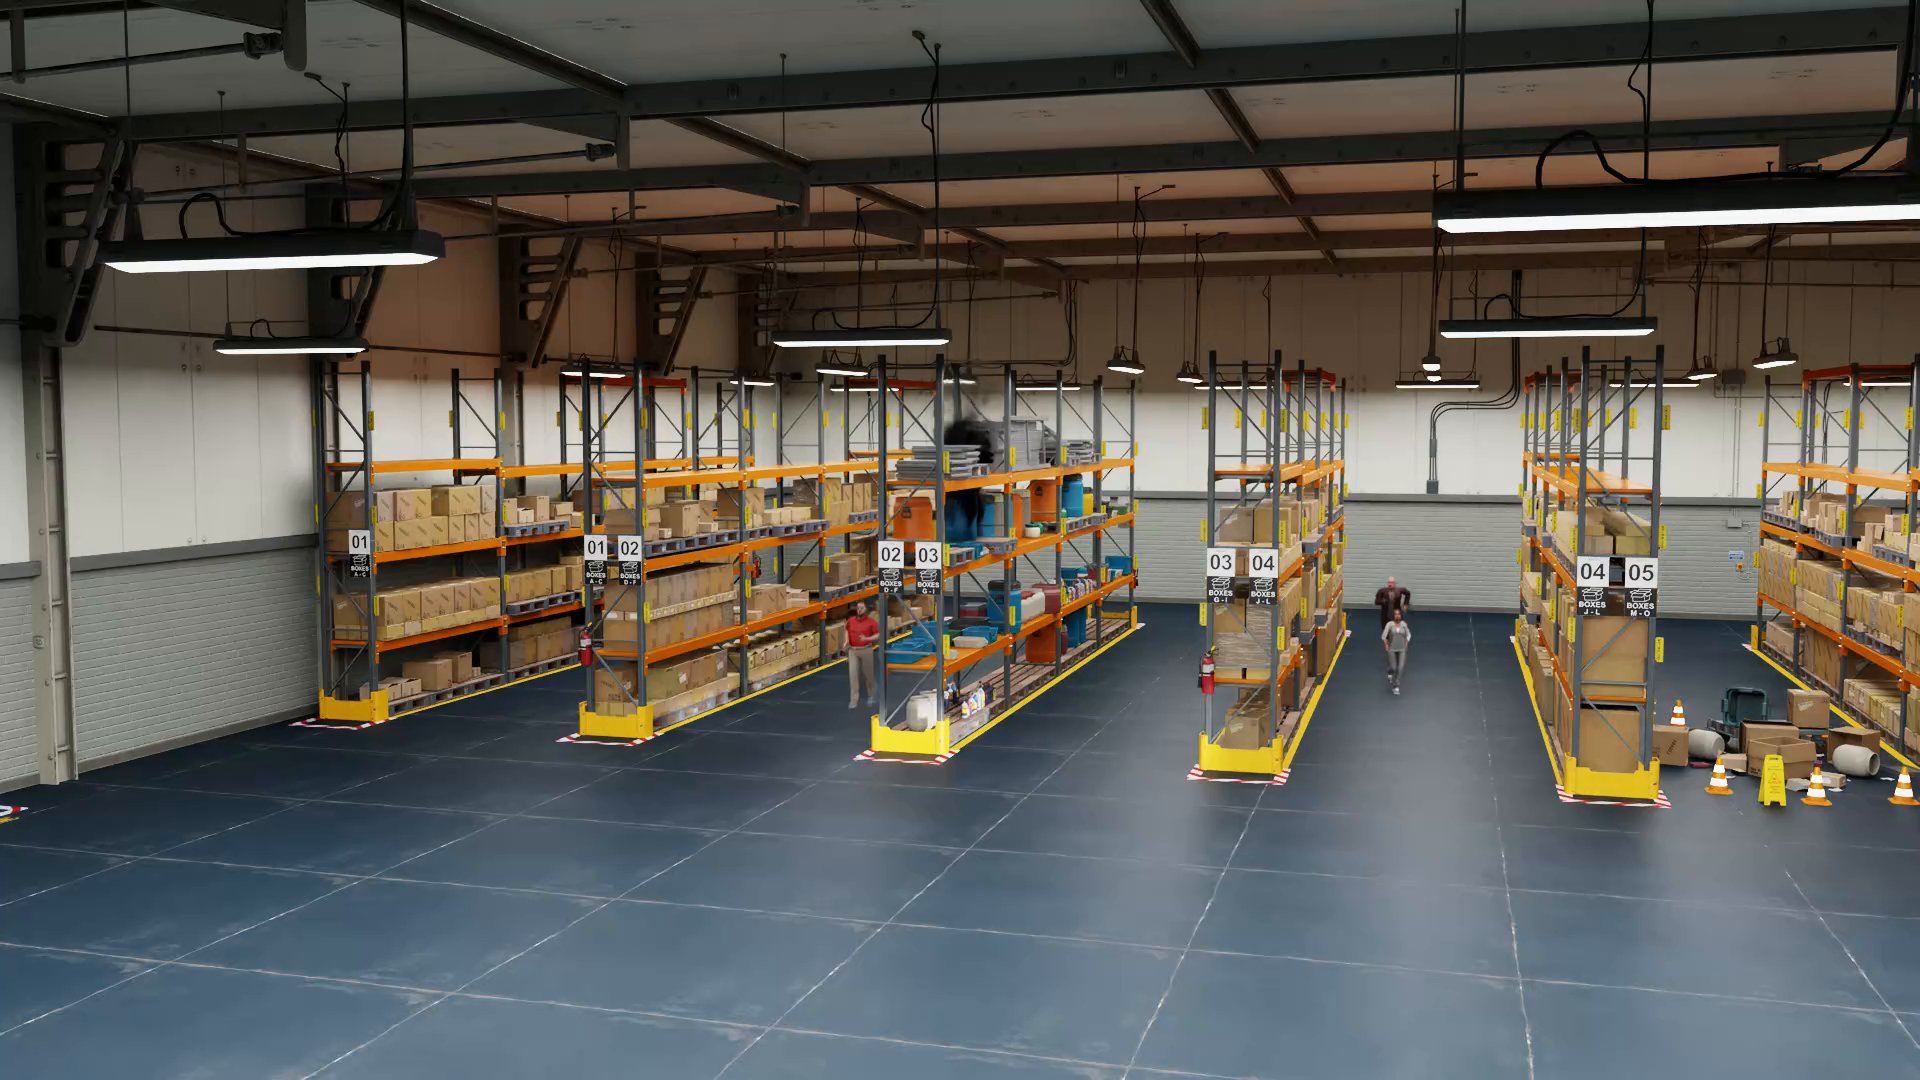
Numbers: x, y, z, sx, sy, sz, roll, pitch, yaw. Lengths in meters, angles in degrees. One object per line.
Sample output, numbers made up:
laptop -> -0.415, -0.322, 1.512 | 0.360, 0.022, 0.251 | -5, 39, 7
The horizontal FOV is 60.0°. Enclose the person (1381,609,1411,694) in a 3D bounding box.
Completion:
person -> 8.050, 2.043, 30.668 | 0.537, 1.561, 0.546 | 0, 4, 5

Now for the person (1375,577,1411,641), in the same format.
person -> 9.103, 1.621, 35.045 | 0.680, 1.704, 0.934 | 2, 4, 23

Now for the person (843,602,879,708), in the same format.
person -> -1.638, 1.908, 27.449 | 0.672, 1.766, 0.892 | 1, 4, 13
